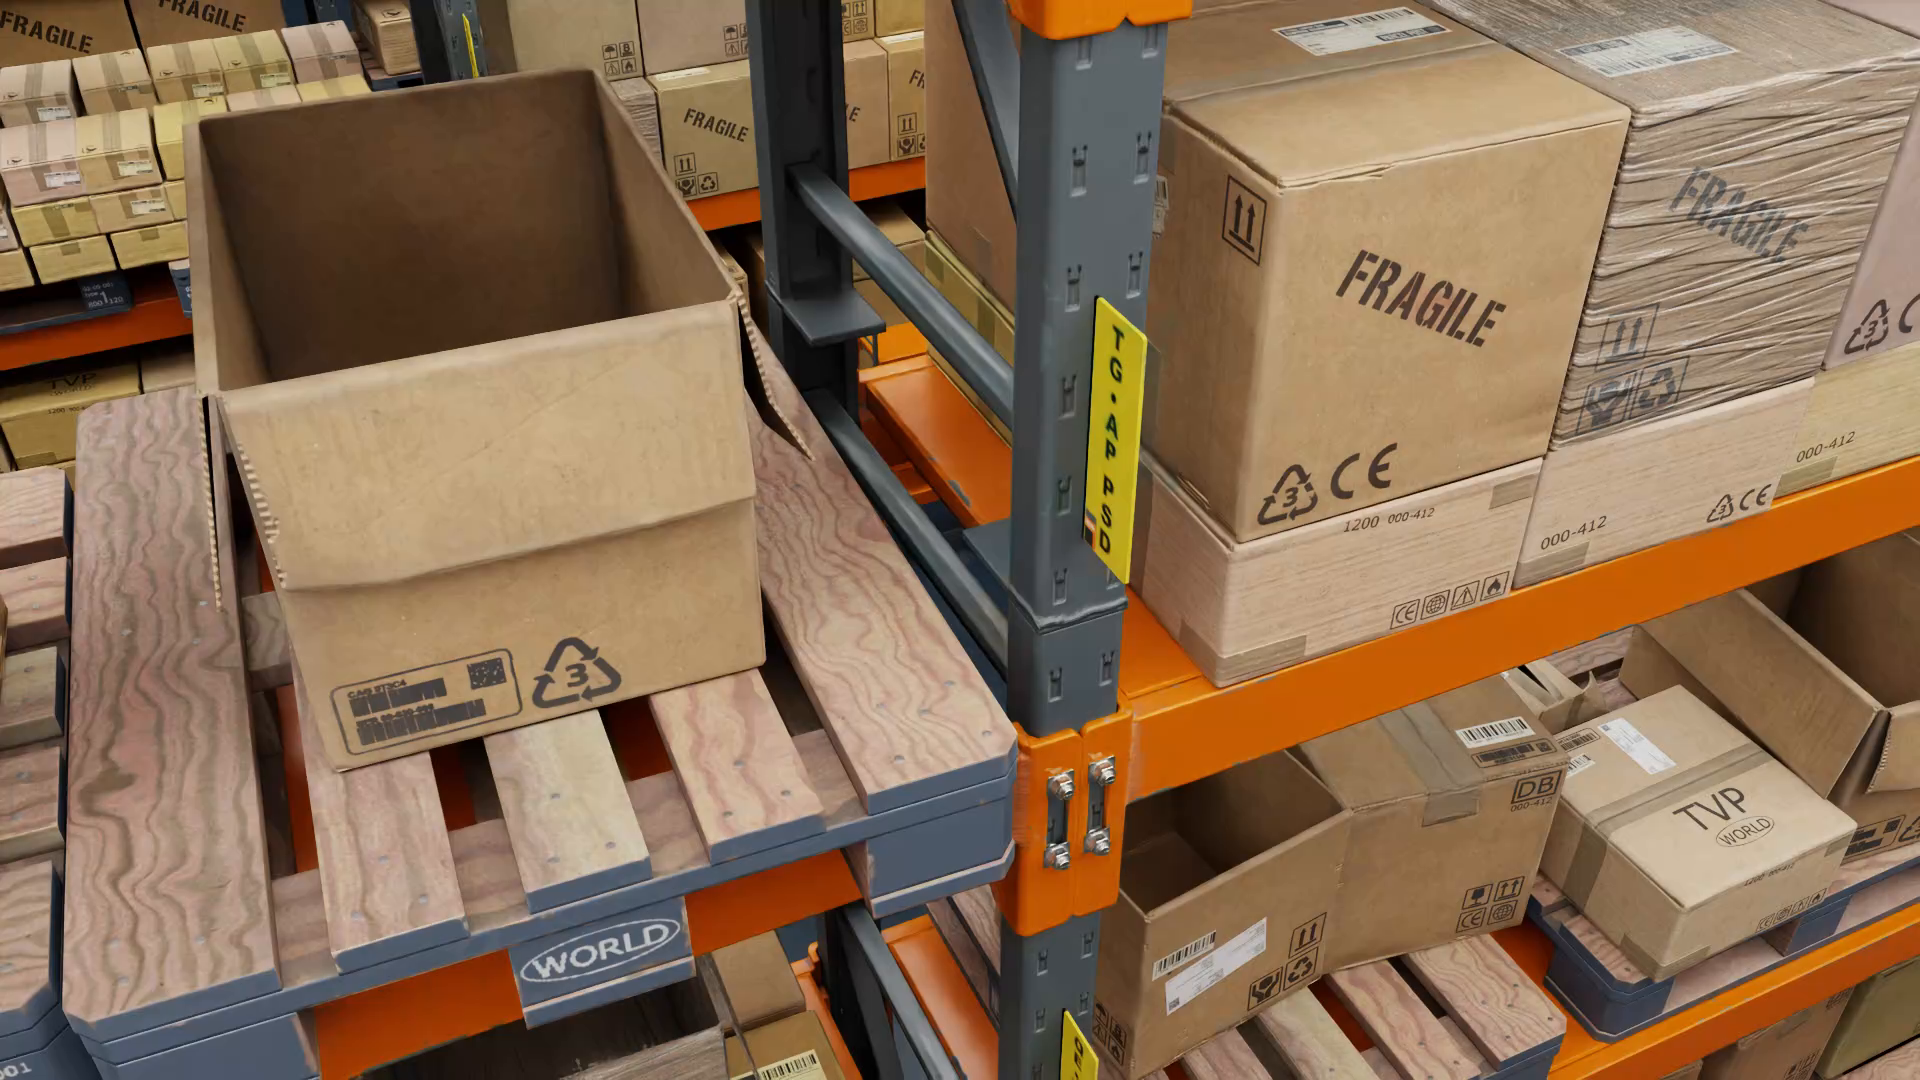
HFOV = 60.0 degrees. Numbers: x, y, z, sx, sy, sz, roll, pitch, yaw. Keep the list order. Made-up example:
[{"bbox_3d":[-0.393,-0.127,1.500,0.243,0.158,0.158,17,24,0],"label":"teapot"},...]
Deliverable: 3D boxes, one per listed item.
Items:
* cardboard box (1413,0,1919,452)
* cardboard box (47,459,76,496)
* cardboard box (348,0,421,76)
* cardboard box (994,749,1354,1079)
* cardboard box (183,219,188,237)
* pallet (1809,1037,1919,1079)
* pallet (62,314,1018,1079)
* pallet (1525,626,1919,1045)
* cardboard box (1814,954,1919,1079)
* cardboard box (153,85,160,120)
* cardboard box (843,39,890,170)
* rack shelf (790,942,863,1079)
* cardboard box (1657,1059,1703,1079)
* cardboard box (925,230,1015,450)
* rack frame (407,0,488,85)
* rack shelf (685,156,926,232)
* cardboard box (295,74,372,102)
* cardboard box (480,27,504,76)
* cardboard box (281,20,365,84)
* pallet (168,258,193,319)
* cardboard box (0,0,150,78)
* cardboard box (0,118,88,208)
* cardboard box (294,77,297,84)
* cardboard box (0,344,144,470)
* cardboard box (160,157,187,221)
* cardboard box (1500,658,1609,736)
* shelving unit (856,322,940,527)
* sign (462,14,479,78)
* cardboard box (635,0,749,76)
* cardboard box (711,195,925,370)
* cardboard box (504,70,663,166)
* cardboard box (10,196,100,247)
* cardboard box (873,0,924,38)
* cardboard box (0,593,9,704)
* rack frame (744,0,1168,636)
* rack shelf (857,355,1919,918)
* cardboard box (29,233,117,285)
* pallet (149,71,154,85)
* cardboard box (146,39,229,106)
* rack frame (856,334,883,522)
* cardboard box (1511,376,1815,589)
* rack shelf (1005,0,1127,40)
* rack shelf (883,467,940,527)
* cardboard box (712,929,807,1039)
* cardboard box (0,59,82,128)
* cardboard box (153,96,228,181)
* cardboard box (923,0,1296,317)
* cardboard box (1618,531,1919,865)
[{"bbox_3d":[0.938,-0.515,2.405,0.500,0.500,0.500,-15,39,-20],"label":"cardboard box"},{"bbox_3d":[-3.501,-0.248,6.812,0.500,0.500,0.500,-17,40,-22],"label":"cardboard box"},{"bbox_3d":[-3.752,-3.557,11.382,0.625,0.372,0.950,-18,40,-23],"label":"cardboard box"},{"bbox_3d":[0.414,0.671,3.392,0.500,0.500,0.500,-21,41,-25],"label":"cardboard box"},{"bbox_3d":[-2.783,-1.230,6.249,0.250,0.149,0.380,-15,39,-19],"label":"cardboard box"},{"bbox_3d":[2.859,1.343,5.262,1.213,0.211,1.003,-16,39,-20],"label":"pallet"},{"bbox_3d":[-0.618,0.100,2.237,1.003,0.211,1.213,-14,39,-18],"label":"pallet"},{"bbox_3d":[1.717,0.592,4.096,1.213,0.211,1.003,-16,39,-20],"label":"pallet"},{"bbox_3d":[2.559,1.107,4.969,0.500,0.500,0.700,-16,39,-20],"label":"cardboard box"},{"bbox_3d":[-3.081,-1.697,6.628,0.250,0.149,0.380,-17,40,-21],"label":"cardboard box"},{"bbox_3d":[-0.636,-1.929,7.248,0.500,0.500,0.500,-16,39,-20],"label":"cardboard box"},{"bbox_3d":[-1.868,1.833,2.865,4.000,0.370,1.077,-16,39,-20],"label":"rack shelf"},{"bbox_3d":[1.548,1.390,4.587,0.500,0.500,0.700,-12,38,-16],"label":"cardboard box"},{"bbox_3d":[0.269,-0.359,2.825,0.500,0.250,0.500,-16,39,-20],"label":"cardboard box"},{"bbox_3d":[-2.073,-1.663,6.974,0.127,3.000,1.000,-16,39,-20],"label":"rack frame"},{"bbox_3d":[-0.263,-1.880,7.871,4.000,0.370,1.077,-16,39,-20],"label":"rack shelf"},{"bbox_3d":[-2.322,-1.598,6.246,0.250,0.149,0.380,-17,40,-22],"label":"cardboard box"},{"bbox_3d":[-1.780,-1.962,7.293,0.500,0.500,0.500,-16,39,-20],"label":"cardboard box"},{"bbox_3d":[-2.578,-1.956,6.728,0.250,0.149,0.380,-16,39,-20],"label":"cardboard box"},{"bbox_3d":[-2.673,-1.348,6.710,1.003,0.211,1.213,-16,39,-20],"label":"pallet"},{"bbox_3d":[-5.738,-3.268,10.570,0.875,0.875,0.875,-15,39,-19],"label":"cardboard box"},{"bbox_3d":[-3.249,-1.342,5.900,0.250,0.149,0.380,-16,39,-20],"label":"cardboard box"},{"bbox_3d":[-2.596,-1.836,6.816,0.250,0.149,0.380,-14,39,-18],"label":"cardboard box"},{"bbox_3d":[-3.500,-0.560,6.604,0.500,0.250,0.500,-15,39,-19],"label":"cardboard box"},{"bbox_3d":[-2.805,-1.343,6.151,0.250,0.149,0.380,-15,39,-19],"label":"cardboard box"},{"bbox_3d":[1.337,0.355,4.013,0.258,0.266,0.396,-17,40,-21],"label":"cardboard box"},{"bbox_3d":[-0.150,-0.440,6.836,0.503,1.200,0.258,-16,39,-20],"label":"shelving unit"},{"bbox_3d":[-1.834,-1.806,6.261,0.005,0.325,0.100,-16,39,-20],"label":"sign"},{"bbox_3d":[-1.205,-2.341,6.966,0.500,0.500,0.700,-16,40,-21],"label":"cardboard box"},{"bbox_3d":[-0.694,-1.257,7.962,0.750,0.750,1.050,-15,39,-19],"label":"cardboard box"},{"bbox_3d":[-1.552,-1.671,6.901,0.500,0.500,0.500,-15,39,-19],"label":"cardboard box"},{"bbox_3d":[-3.258,-1.218,5.983,0.250,0.149,0.380,-16,39,-20],"label":"cardboard box"},{"bbox_3d":[-0.279,-2.602,7.317,0.500,0.500,0.700,-16,39,-20],"label":"cardboard box"},{"bbox_3d":[-1.323,0.083,1.665,0.500,0.500,0.500,-14,39,-18],"label":"cardboard box"},{"bbox_3d":[-0.057,-1.372,1.546,0.127,3.000,1.000,-16,39,-20],"label":"rack frame"},{"bbox_3d":[1.753,-0.384,3.336,4.000,0.370,1.077,-16,39,-20],"label":"rack shelf"},{"bbox_3d":[-3.253,-1.100,6.074,0.250,0.149,0.380,-17,40,-22],"label":"cardboard box"},{"bbox_3d":[-5.014,-3.028,11.155,1.213,0.211,1.003,-16,39,-20],"label":"pallet"},{"bbox_3d":[-3.040,-1.828,6.555,0.250,0.149,0.380,-16,39,-20],"label":"cardboard box"},{"bbox_3d":[-0.371,-0.378,6.753,0.015,1.200,0.240,-16,39,-20],"label":"rack frame"},{"bbox_3d":[0.941,-0.218,2.634,0.500,0.250,0.500,-15,39,-19],"label":"cardboard box"},{"bbox_3d":[-1.868,-0.416,1.197,4.000,0.370,1.077,-16,39,-20],"label":"rack shelf"},{"bbox_3d":[-0.150,-0.226,6.994,0.480,0.148,0.258,-16,39,-20],"label":"rack shelf"},{"bbox_3d":[-0.613,0.974,3.335,0.500,0.500,0.500,-14,39,-19],"label":"cardboard box"},{"bbox_3d":[-3.524,-1.692,6.372,0.250,0.149,0.380,-14,39,-18],"label":"cardboard box"},{"bbox_3d":[-2.788,-1.469,6.072,0.250,0.149,0.380,-14,39,-19],"label":"cardboard box"},{"bbox_3d":[0.268,-0.664,2.605,0.500,0.500,0.500,-15,39,-19],"label":"cardboard box"},{"bbox_3d":[2.034,0.304,3.883,0.637,0.503,0.797,-12,38,-15],"label":"cardboard box"}]
